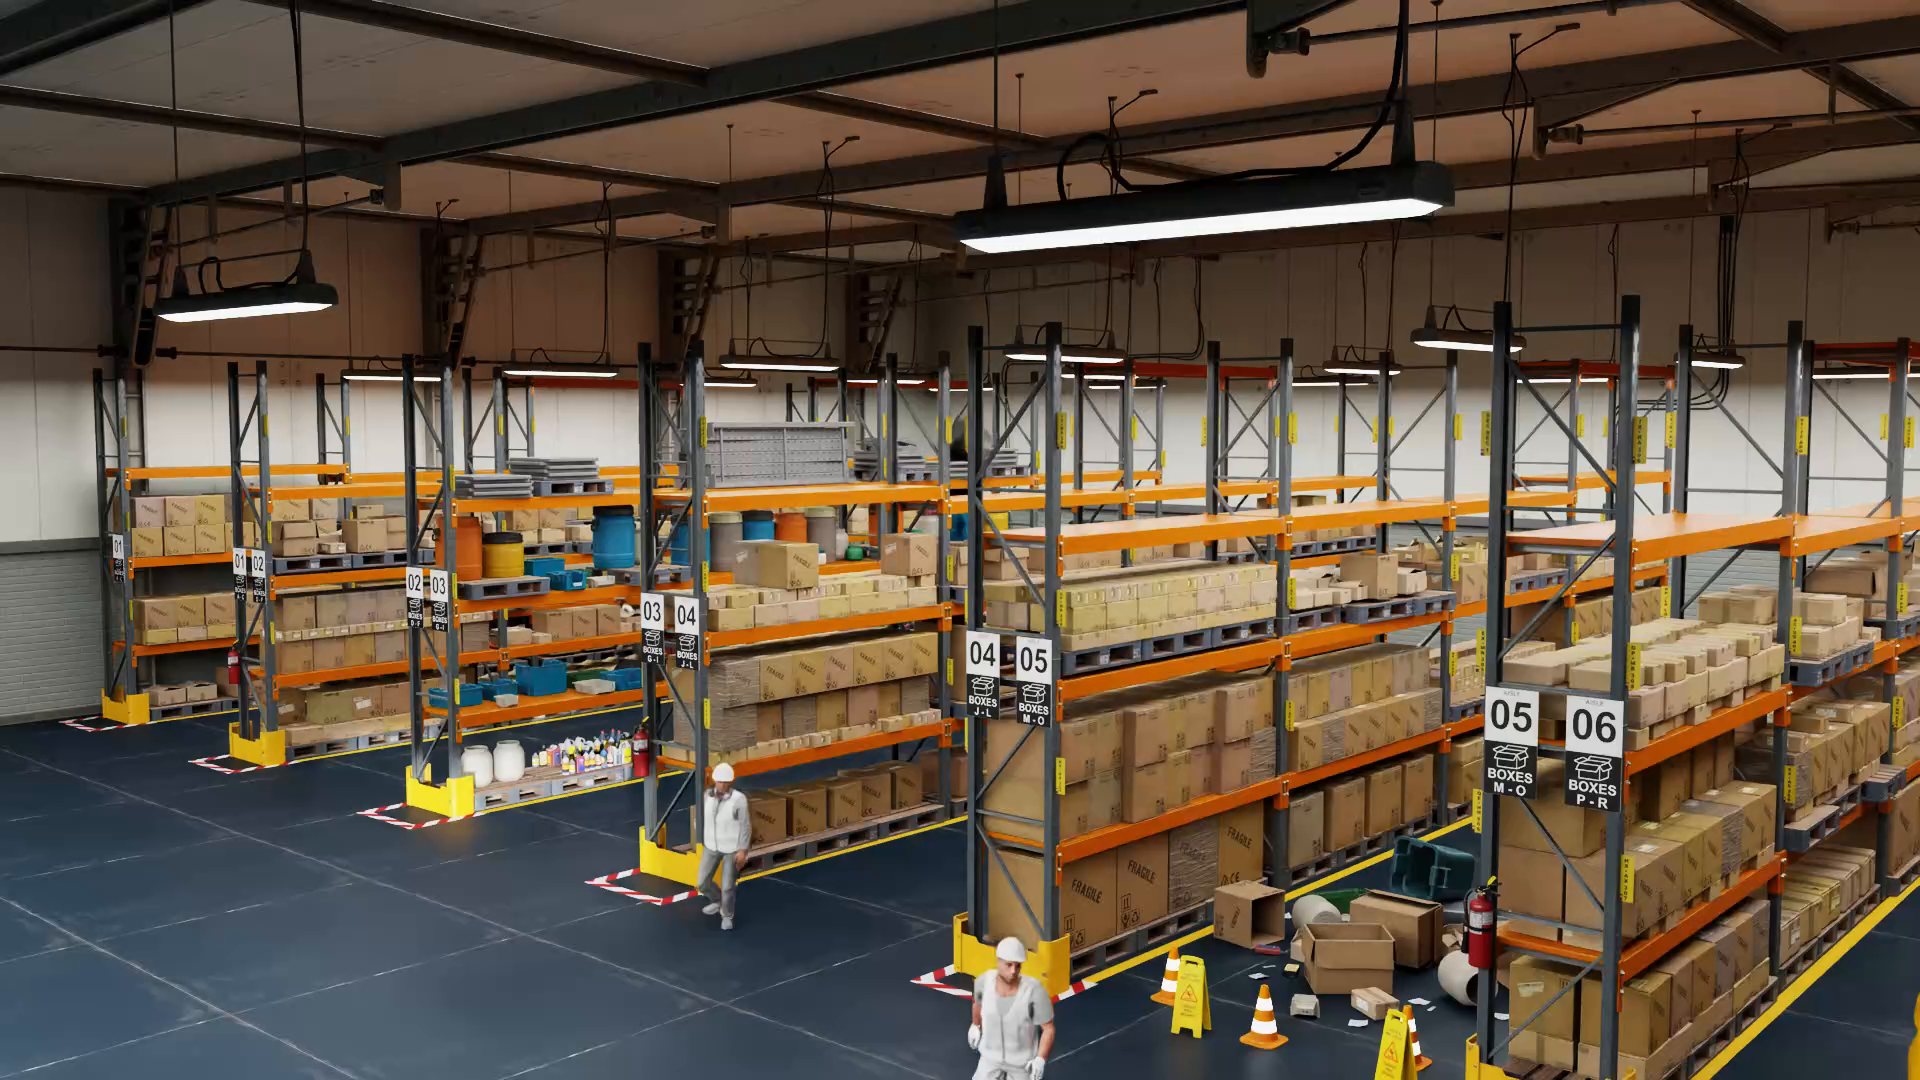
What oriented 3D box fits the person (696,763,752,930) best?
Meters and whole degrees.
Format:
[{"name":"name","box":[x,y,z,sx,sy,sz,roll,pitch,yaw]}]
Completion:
[{"name":"person","box":[-2.383,3.073,16.736,0.693,1.736,0.600,2,4,20]}]

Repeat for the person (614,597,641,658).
[{"name":"person","box":[-6.798,1.888,33.984,0.625,1.621,0.770,0,4,-3]}]

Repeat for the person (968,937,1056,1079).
[{"name":"person","box":[0.307,3.470,11.070,0.680,1.723,0.777,1,4,13]}]
